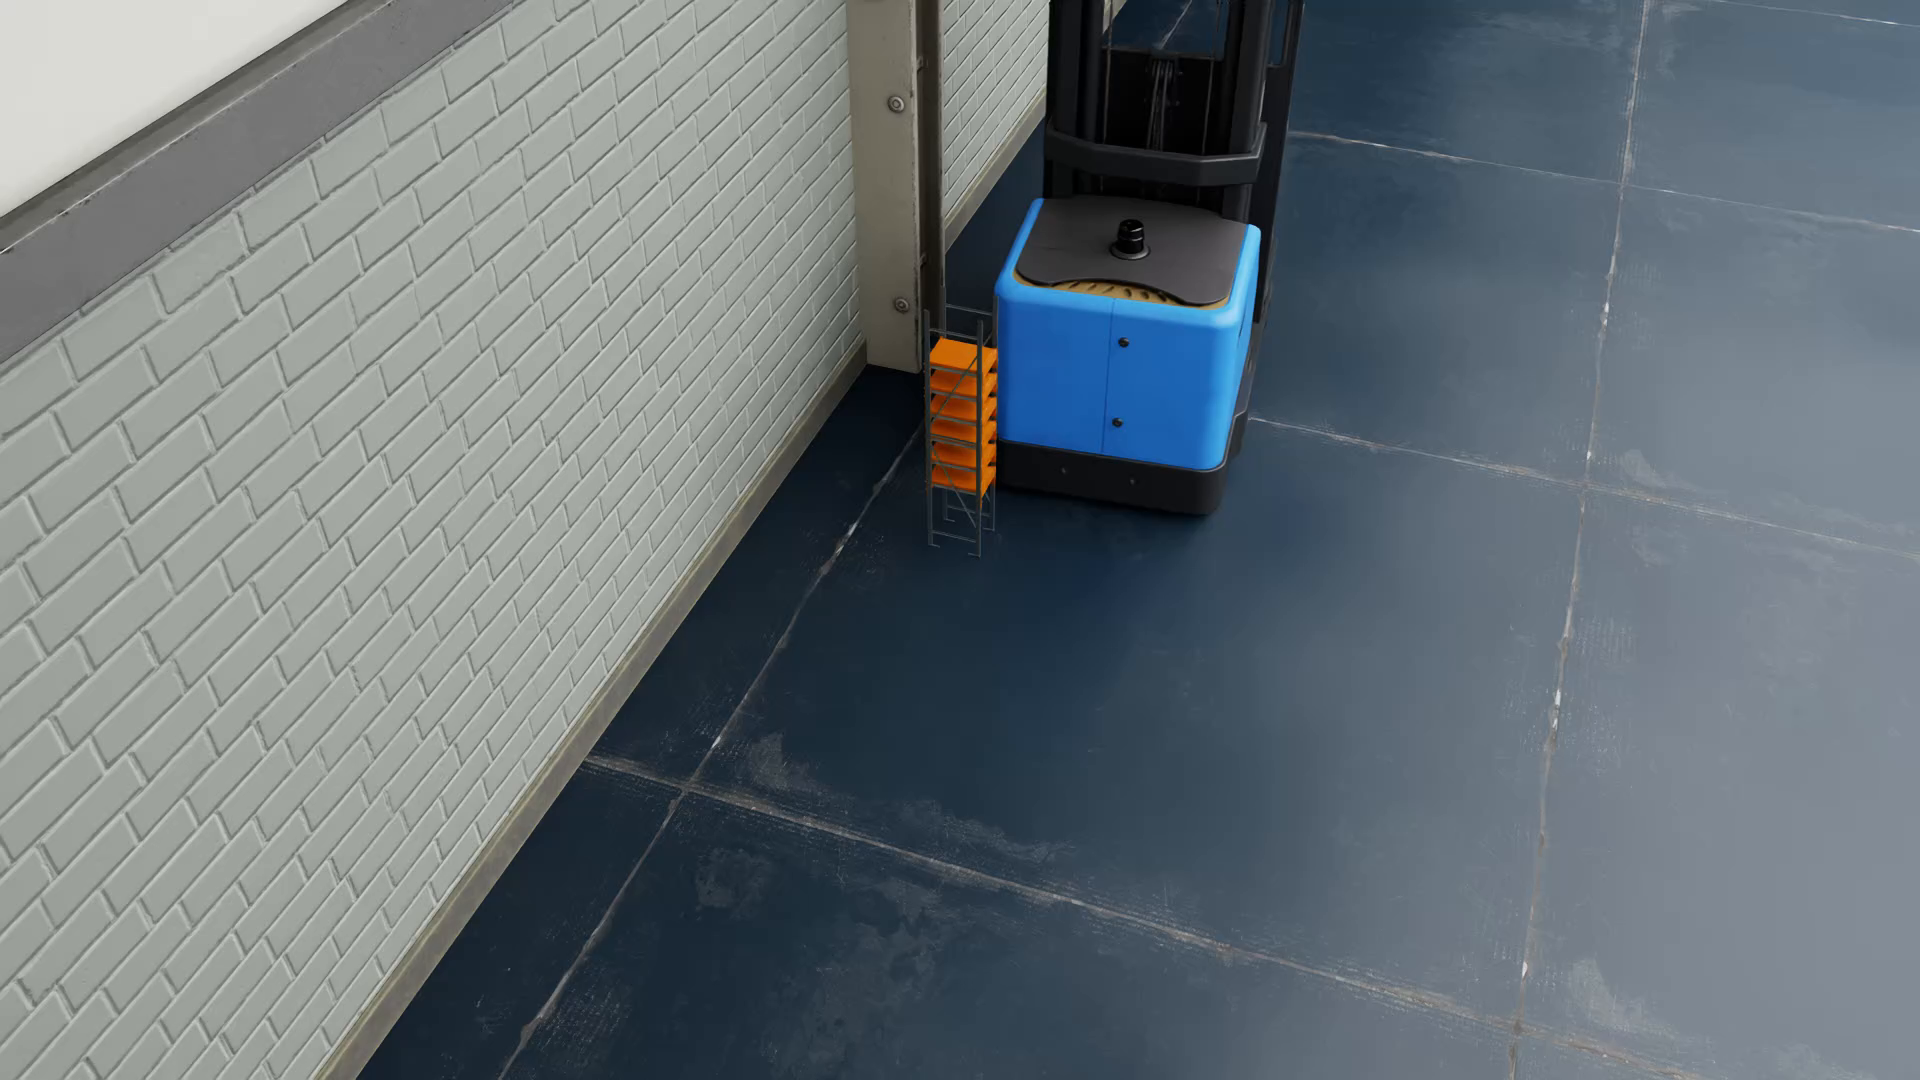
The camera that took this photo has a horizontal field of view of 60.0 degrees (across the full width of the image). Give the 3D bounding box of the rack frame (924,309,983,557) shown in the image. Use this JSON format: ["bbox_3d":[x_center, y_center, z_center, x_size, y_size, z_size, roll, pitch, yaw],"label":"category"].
[{"bbox_3d":[-0.026,-0.409,6.806,0.240,1.200,0.006,13,42,15],"label":"rack frame"}]

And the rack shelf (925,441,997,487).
[{"bbox_3d":[0.005,-0.340,6.978,0.258,0.103,0.180,13,42,15],"label":"rack shelf"}]

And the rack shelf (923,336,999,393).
[{"bbox_3d":[0.005,-0.705,6.666,0.258,0.103,0.180,13,42,15],"label":"rack shelf"}]
